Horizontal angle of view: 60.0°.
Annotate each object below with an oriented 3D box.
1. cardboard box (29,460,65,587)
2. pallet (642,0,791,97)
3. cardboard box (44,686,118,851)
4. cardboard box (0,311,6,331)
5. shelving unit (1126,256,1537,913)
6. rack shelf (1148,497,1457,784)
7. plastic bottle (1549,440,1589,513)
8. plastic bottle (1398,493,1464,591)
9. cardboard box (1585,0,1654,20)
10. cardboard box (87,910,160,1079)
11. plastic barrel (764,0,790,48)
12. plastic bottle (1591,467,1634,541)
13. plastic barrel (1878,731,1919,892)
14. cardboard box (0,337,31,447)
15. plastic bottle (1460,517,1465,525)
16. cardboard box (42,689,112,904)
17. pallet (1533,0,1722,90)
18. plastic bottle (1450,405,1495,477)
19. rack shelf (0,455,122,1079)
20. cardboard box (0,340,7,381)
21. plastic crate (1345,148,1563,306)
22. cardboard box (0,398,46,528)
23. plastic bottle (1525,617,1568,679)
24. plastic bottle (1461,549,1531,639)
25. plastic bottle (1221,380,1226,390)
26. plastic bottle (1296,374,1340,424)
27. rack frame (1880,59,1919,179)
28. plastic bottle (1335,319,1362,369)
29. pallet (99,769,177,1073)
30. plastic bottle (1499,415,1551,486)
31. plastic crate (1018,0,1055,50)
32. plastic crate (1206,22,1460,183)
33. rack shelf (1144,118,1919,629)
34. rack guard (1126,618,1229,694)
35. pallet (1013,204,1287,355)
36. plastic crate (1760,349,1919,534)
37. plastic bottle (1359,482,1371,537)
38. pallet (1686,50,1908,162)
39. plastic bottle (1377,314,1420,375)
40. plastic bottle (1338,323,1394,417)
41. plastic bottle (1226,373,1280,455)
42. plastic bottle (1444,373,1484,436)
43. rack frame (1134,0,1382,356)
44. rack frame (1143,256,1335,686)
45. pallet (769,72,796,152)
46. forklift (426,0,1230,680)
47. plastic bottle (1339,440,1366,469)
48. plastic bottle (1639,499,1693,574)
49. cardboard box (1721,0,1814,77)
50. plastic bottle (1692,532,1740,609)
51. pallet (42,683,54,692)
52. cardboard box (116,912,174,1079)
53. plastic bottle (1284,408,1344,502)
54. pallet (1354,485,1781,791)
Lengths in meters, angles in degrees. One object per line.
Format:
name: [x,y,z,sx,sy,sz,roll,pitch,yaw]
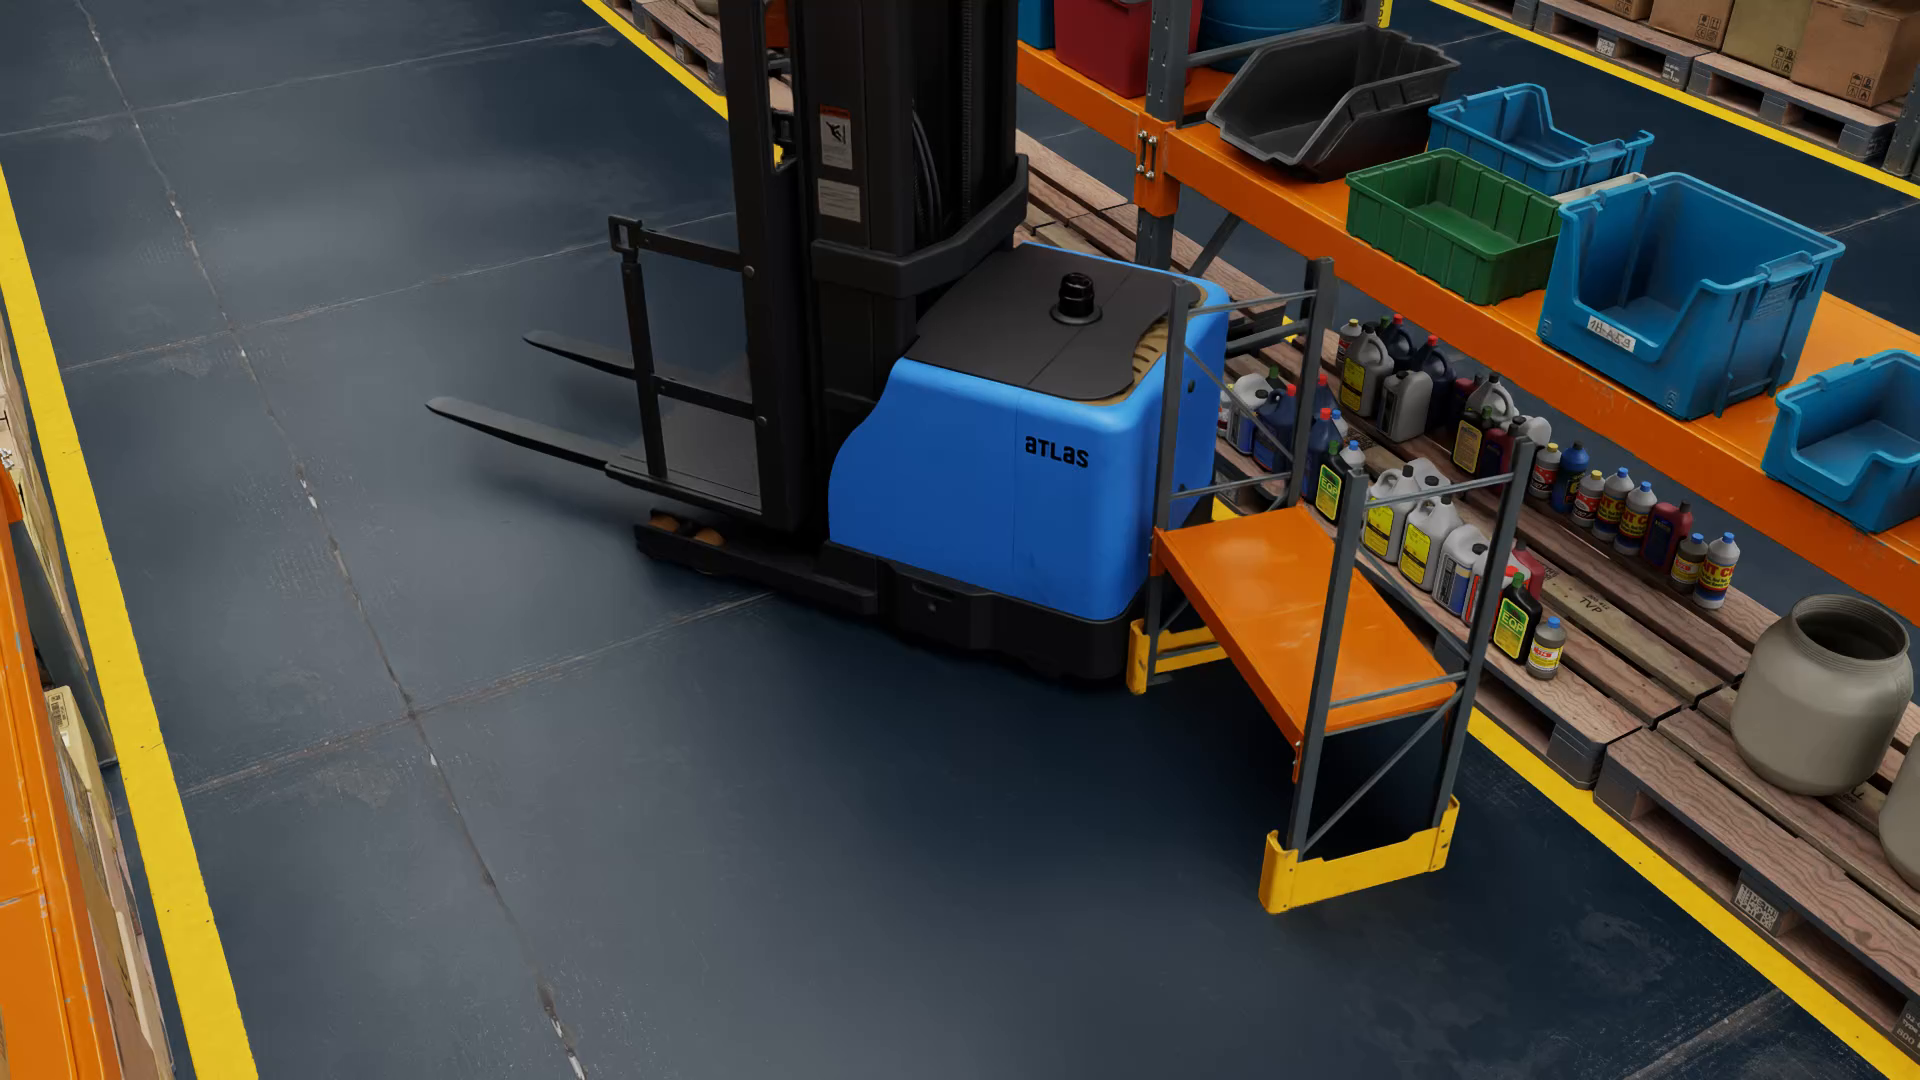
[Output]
cardboard box: [-3.381,0.012,5.665,0.500,0.250,0.500,-18,40,-23]
pallet: [-1.294,-3.158,10.394,1.003,0.211,1.213,-19,40,-24]
cardboard box: [-2.715,0.724,4.690,0.500,0.250,0.500,-19,40,-24]
cardboard box: [-4.409,-1.029,7.091,0.500,0.250,0.500,-19,40,-24]
shelving unit: [0.998,0.114,4.822,0.587,1.500,1.083,-11,38,-14]
rack shelf: [1.001,0.264,4.921,0.538,0.185,1.000,-11,38,-14]
plastic bottle: [2.192,-0.236,5.970,0.097,0.271,0.097,0,36,0]
plastic bottle: [1.597,-0.019,5.606,0.144,0.351,0.185,-17,40,-22]
cardboard box: [4.356,-3.628,10.420,0.700,0.500,0.500,-16,39,-20]
cardboard box: [-1.955,1.185,3.424,0.500,0.500,0.500,-19,40,-24]
plastic barrel: [-1.122,-3.432,9.889,0.600,0.830,0.708,-19,40,-24]
plastic bottle: [2.294,-0.133,5.829,0.097,0.271,0.097,0,36,0]
plastic barrel: [2.761,0.708,4.491,0.421,0.512,0.421,0,36,0]
cardboard box: [-3.898,-0.511,6.381,0.500,0.250,0.500,-18,40,-23]
plastic bottle: [1.679,-0.017,5.730,0.097,0.201,0.097,0,36,0]
cardboard box: [-2.473,0.680,4.115,0.500,0.500,0.500,-19,40,-24]
pallet: [4.421,-3.215,10.473,1.003,0.211,1.213,-19,40,-24]
plastic bottle: [1.904,-0.386,6.165,0.061,0.283,0.133,-19,40,-24]
rack shelf: [-2.132,0.922,3.054,1.077,0.370,4.000,-19,40,-24]
cardboard box: [-3.902,-0.742,6.222,0.500,0.311,0.500,-18,40,-23]
plastic crate: [1.586,-0.993,5.245,0.450,0.188,0.662,-19,40,-24]
cardboard box: [-3.376,-0.215,5.501,0.500,0.311,0.500,-19,40,-24]
plastic bottle: [1.856,0.332,5.252,0.097,0.201,0.097,0,36,0]
plastic bottle: [1.753,0.165,5.417,0.152,0.276,0.135,-19,40,-24]
plastic bottle: [0.980,-0.557,6.470,0.097,0.201,0.097,0,36,0]
plastic bottle: [1.320,-0.470,6.223,0.144,0.351,0.185,-19,40,-24]
rack frame: [5.431,-3.322,8.255,1.000,3.000,0.127,-19,40,-24]
plastic bottle: [1.600,-0.809,6.814,0.097,0.201,0.097,0,36,0]
pallet: [-2.773,1.156,4.488,1.003,0.211,1.213,-19,40,-24]
plastic bottle: [2.058,-0.342,6.112,0.152,0.276,0.135,-18,40,-23]
plastic crate: [0.325,-2.318,6.894,0.392,0.384,0.575,-19,40,-24]
plastic crate: [1.301,-1.524,5.846,0.767,0.338,0.504,-19,40,-24]
rack shelf: [2.153,-0.544,5.061,1.077,0.370,4.000,-19,40,-24]
rack guard: [0.844,0.339,5.573,0.587,0.250,0.087,-11,38,-14]
pallet: [0.720,-1.117,7.600,1.003,0.211,1.213,-19,40,-24]
plastic crate: [2.326,-0.254,4.180,0.499,0.251,0.408,-19,40,-24]
plastic bottle: [1.412,-0.119,5.870,0.097,0.201,0.097,0,36,0]
pallet: [5.038,-2.592,9.620,1.003,0.211,1.213,-19,40,-24]
plastic bottle: [1.721,-0.719,6.564,0.144,0.351,0.185,-20,41,-25]
plastic bottle: [1.596,-0.676,6.506,0.144,0.351,0.185,-19,40,-24]
plastic bottle: [1.115,-0.483,6.304,0.152,0.276,0.135,-17,40,-22]
plastic bottle: [1.935,-0.523,6.353,0.061,0.283,0.133,-16,39,-21]
rack frame: [1.148,-1.854,6.245,1.000,3.000,0.127,-19,40,-24]
rack frame: [0.843,-0.166,5.206,0.500,1.500,0.032,-11,38,-14]
pallet: [-0.506,-2.361,9.304,1.003,0.211,1.213,-19,40,-24]
forklift: [-0.624,-1.318,5.570,3.031,2.935,1.130,16,39,21]
plastic bottle: [1.396,-0.235,5.969,0.097,0.271,0.097,0,36,0]
plastic bottle: [2.418,-0.033,5.682,0.061,0.283,0.133,-18,40,-23]
cardboard box: [4.918,-3.058,9.640,0.700,0.500,0.500,-19,40,-24]
plastic bottle: [2.516,0.093,5.520,0.097,0.271,0.097,0,36,0]
pallet: [-3.540,0.374,5.559,1.003,0.211,1.213,-19,40,-24]
cardboard box: [-2.208,1.233,3.994,0.500,0.250,0.500,-19,40,-24]
plastic bottle: [1.290,-0.331,6.033,0.144,0.351,0.185,-21,41,-26]
pallet: [2.067,0.250,5.729,1.003,0.211,1.213,-19,40,-24]
